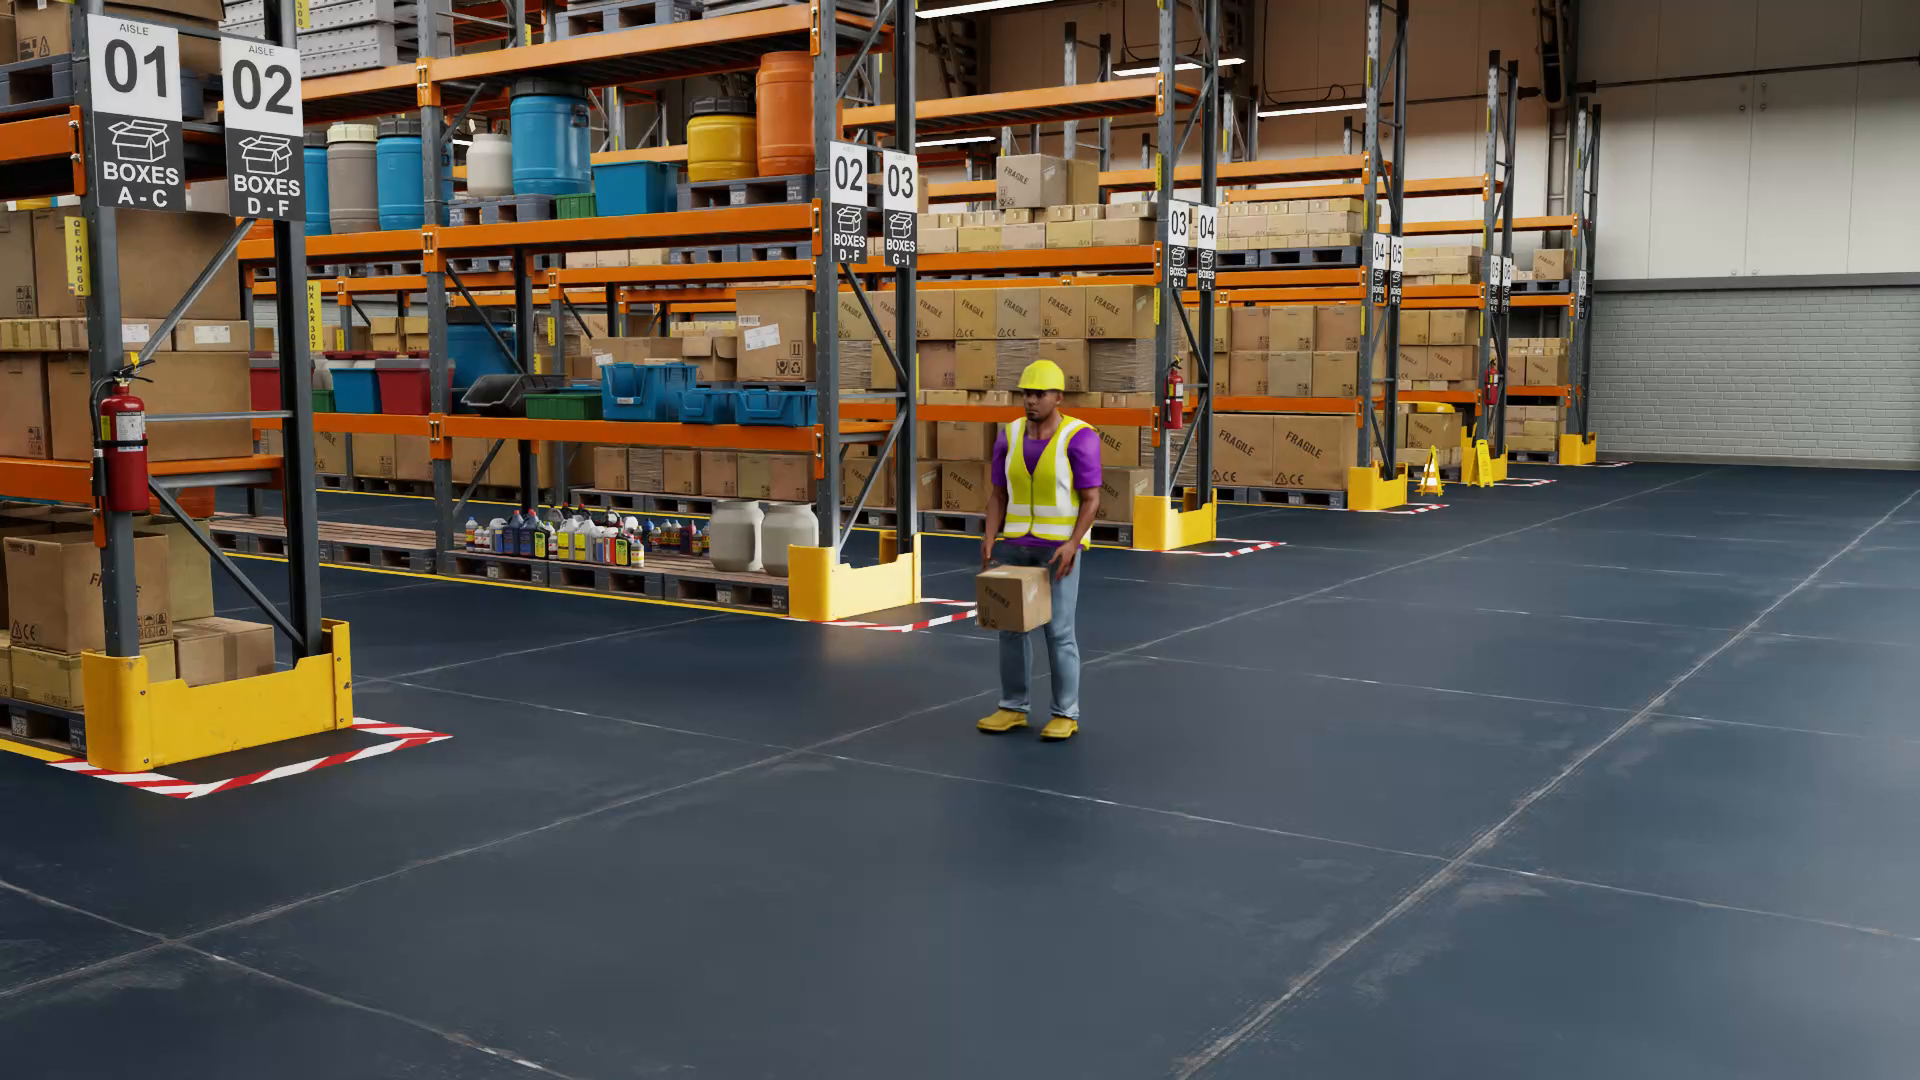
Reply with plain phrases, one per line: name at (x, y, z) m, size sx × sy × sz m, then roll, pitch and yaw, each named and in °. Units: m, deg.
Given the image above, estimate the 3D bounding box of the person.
person at (0.383, 0.038, 7.828) m, size 0.580 × 1.767 × 0.434 m, roll 4°, pitch 7°, yaw 32°
